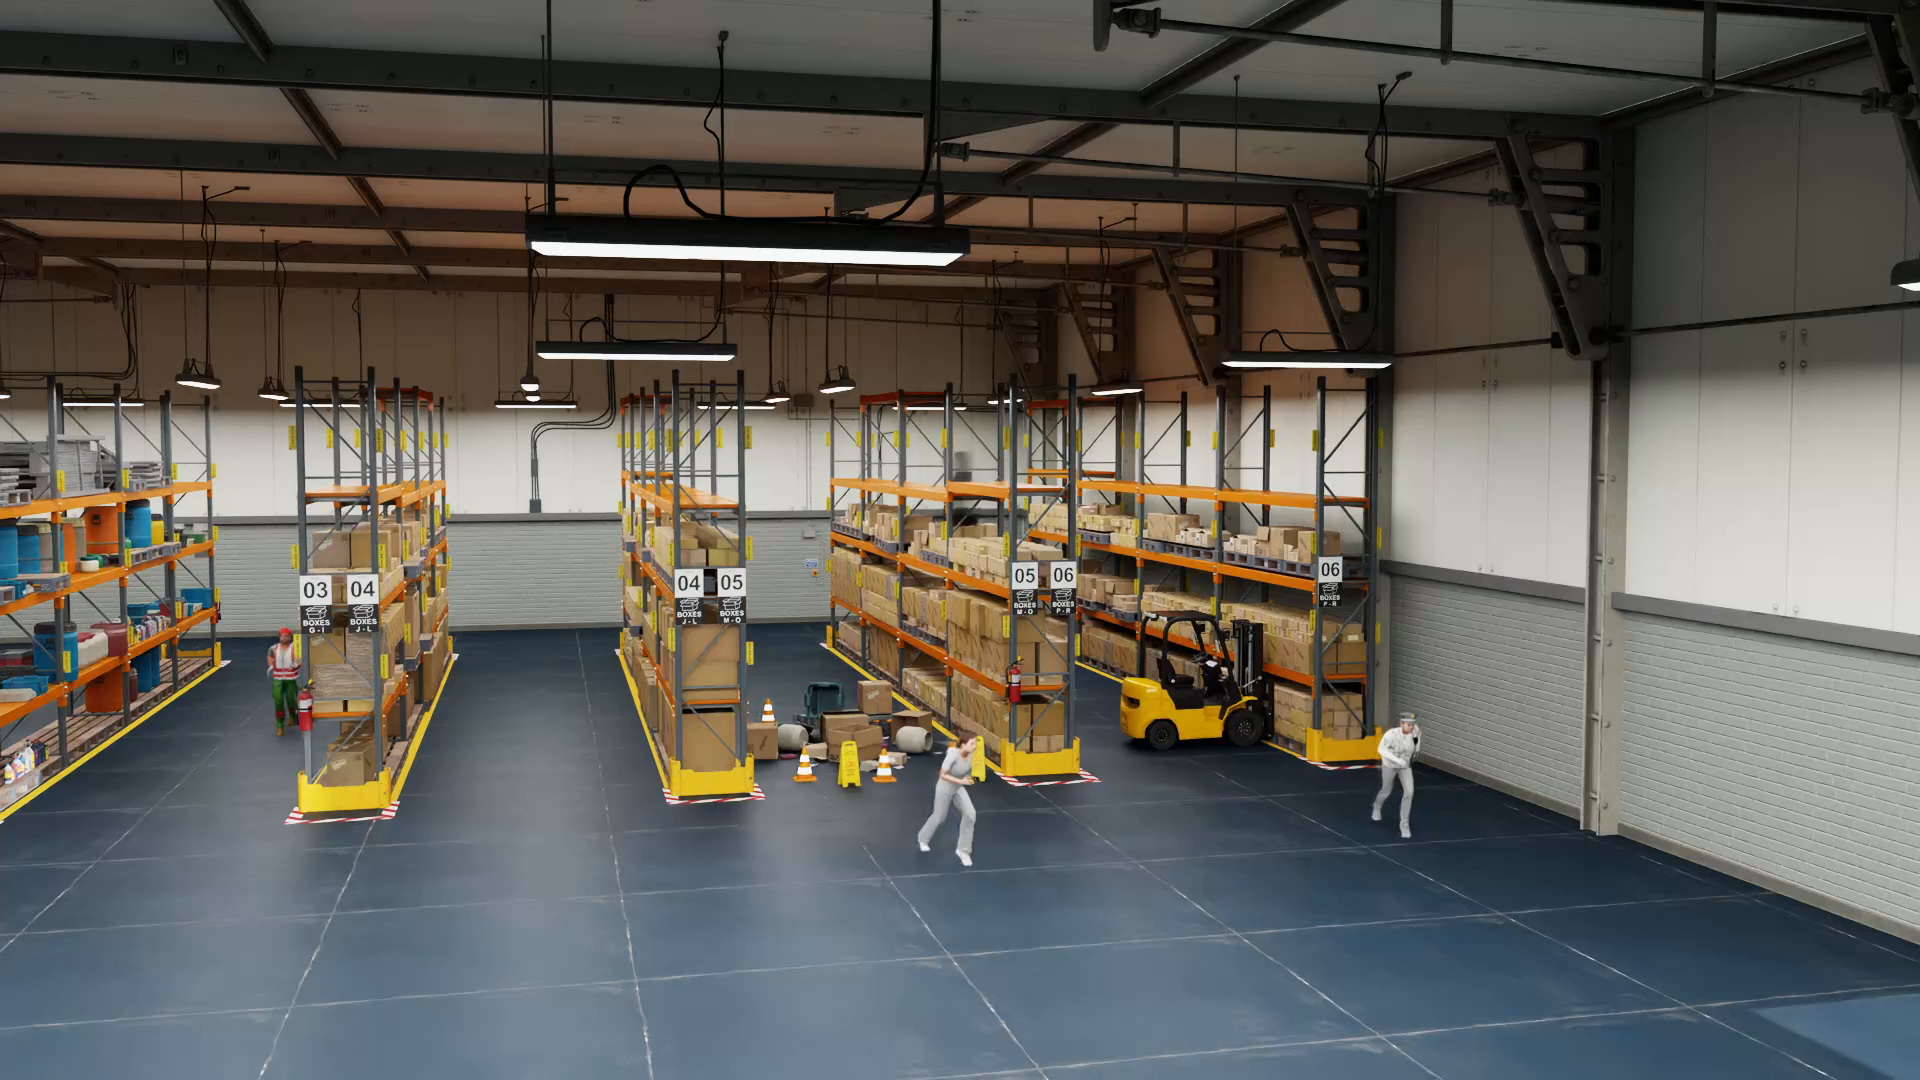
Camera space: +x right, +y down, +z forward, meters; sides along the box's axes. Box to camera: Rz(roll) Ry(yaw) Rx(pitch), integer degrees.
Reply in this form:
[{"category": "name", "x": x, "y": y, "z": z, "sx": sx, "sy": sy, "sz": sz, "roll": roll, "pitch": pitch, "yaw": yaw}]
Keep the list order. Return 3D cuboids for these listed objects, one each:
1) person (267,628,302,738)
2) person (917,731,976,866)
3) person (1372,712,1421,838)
[{"category": "person", "x": -11.514, "y": 2.395, "z": 28.406, "sx": 0.652, "sy": 1.805, "sz": 0.983, "roll": -1, "pitch": 4, "yaw": -14}, {"category": "person", "x": -0.149, "y": 3.050, "z": 19.876, "sx": 0.954, "sy": 1.623, "sz": 0.606, "roll": 3, "pitch": 5, "yaw": 43}, {"category": "person", "x": 5.586, "y": 2.963, "z": 21.359, "sx": 0.658, "sy": 1.623, "sz": 0.966, "roll": -1, "pitch": 4, "yaw": -14}]
